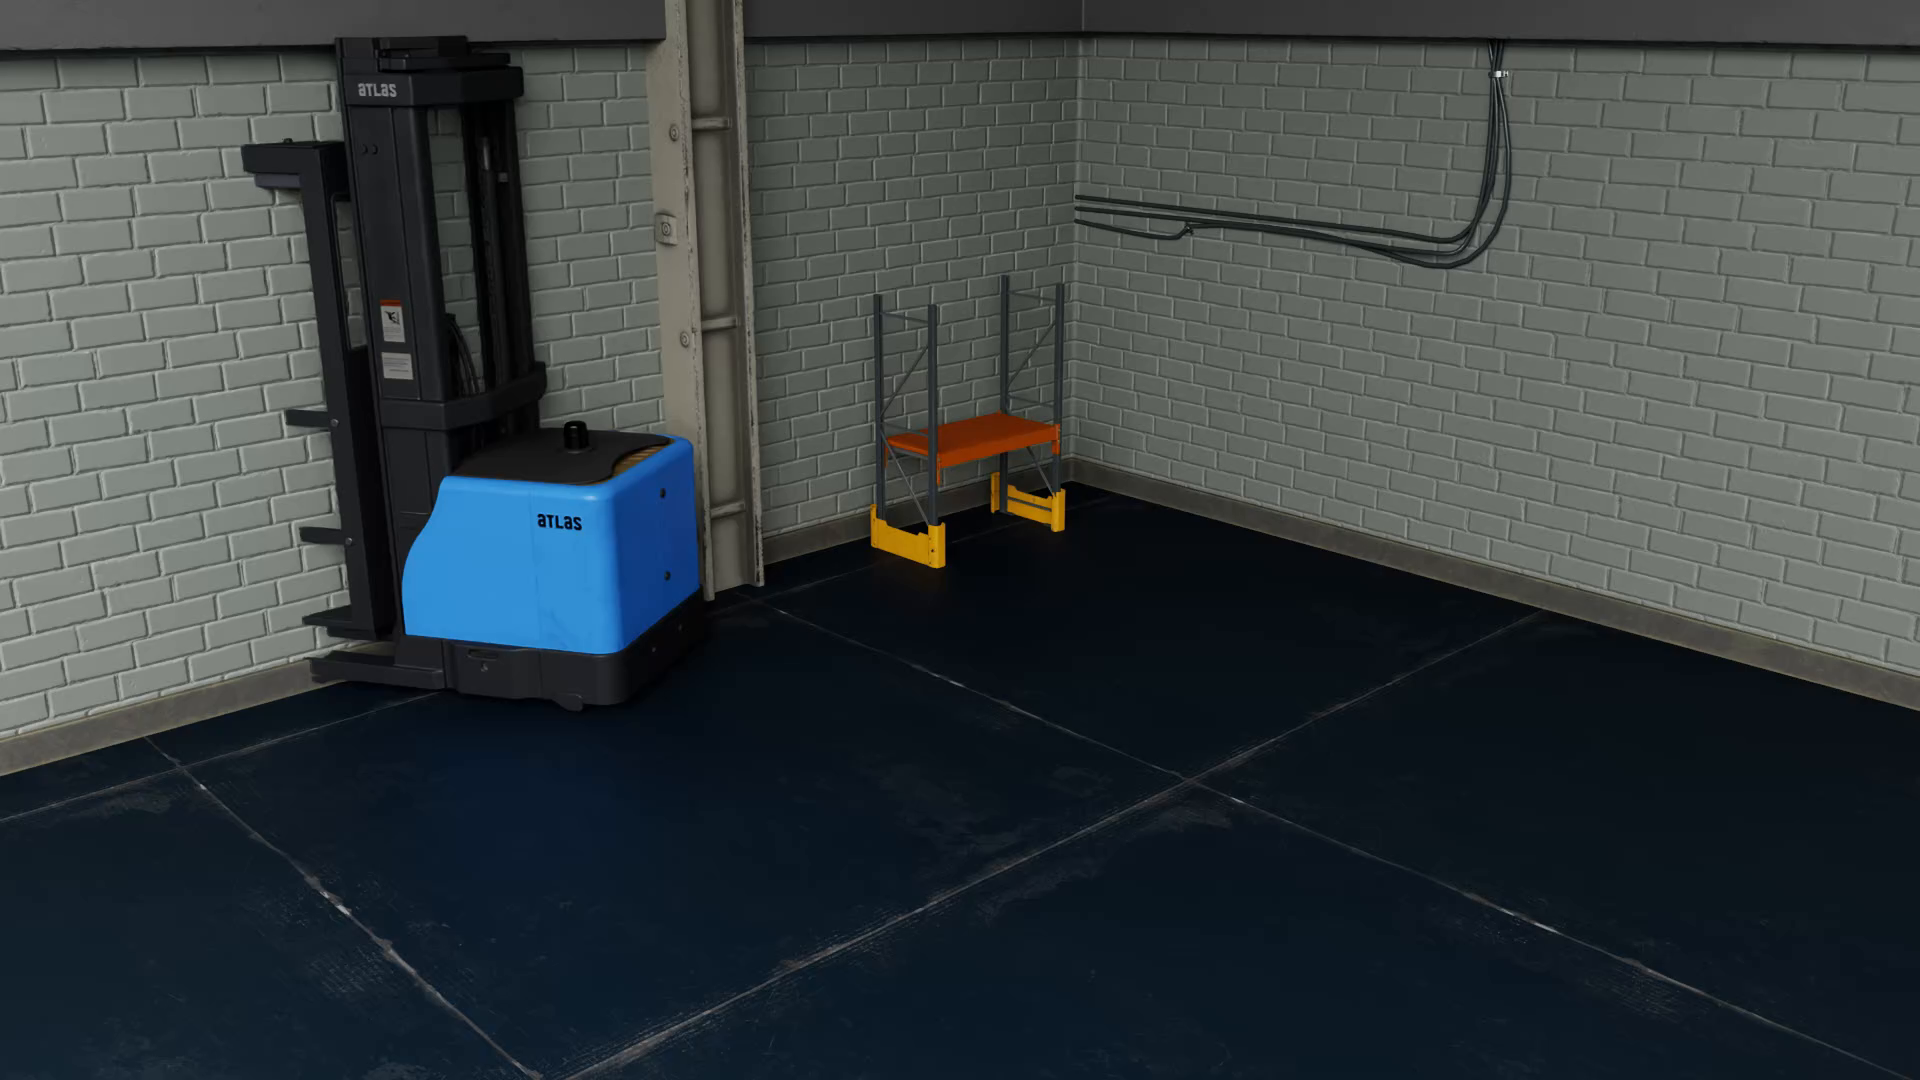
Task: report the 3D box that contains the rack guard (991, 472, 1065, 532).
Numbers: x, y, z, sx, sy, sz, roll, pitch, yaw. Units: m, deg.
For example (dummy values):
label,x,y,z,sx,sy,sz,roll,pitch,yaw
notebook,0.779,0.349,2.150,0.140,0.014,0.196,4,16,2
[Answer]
label,x,y,z,sx,sy,sz,roll,pitch,yaw
rack guard,0.417,-0.241,10.321,0.087,0.250,0.587,-16,24,-41

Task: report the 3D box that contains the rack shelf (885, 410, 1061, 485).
label,x,y,z,sx,sy,sz,roll,pitch,yaw
rack shelf,0.062,-0.560,9.865,1.000,0.185,0.538,-16,24,-41

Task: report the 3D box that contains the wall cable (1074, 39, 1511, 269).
label,x,y,z,sx,sy,sz,roll,pitch,yaw
wall cable,1.722,-2.876,9.299,0.112,2.526,3.097,-16,24,-41

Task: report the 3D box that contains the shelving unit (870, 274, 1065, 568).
label,x,y,z,sx,sy,sz,roll,pitch,yaw
shelving unit,0.055,-0.730,9.803,1.083,1.500,0.587,-16,24,-41

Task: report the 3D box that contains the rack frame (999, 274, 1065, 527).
label,x,y,z,sx,sy,sz,roll,pitch,yaw
rack frame,0.431,-0.839,10.141,0.032,1.500,0.500,-16,24,-41

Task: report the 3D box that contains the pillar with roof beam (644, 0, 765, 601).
label,x,y,z,sx,sy,sz,roll,pitch,yaw
pillar with roof beam,1.631,-3.060,4.834,0.400,9.000,9.100,-16,24,-41

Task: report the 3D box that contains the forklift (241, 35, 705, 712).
label,x,y,z,sx,sy,sz,roll,pitch,yaw
forklift,-2.851,-0.852,7.861,3.031,2.935,1.130,5,19,14

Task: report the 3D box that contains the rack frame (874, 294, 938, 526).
label,x,y,z,sx,sy,sz,roll,pitch,yaw
rack frame,-0.307,-0.624,9.477,0.032,1.500,0.500,-16,24,-41

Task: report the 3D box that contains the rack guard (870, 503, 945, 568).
label,x,y,z,sx,sy,sz,roll,pitch,yaw
rack guard,-0.306,-0.030,9.670,0.087,0.250,0.587,-16,24,-41
